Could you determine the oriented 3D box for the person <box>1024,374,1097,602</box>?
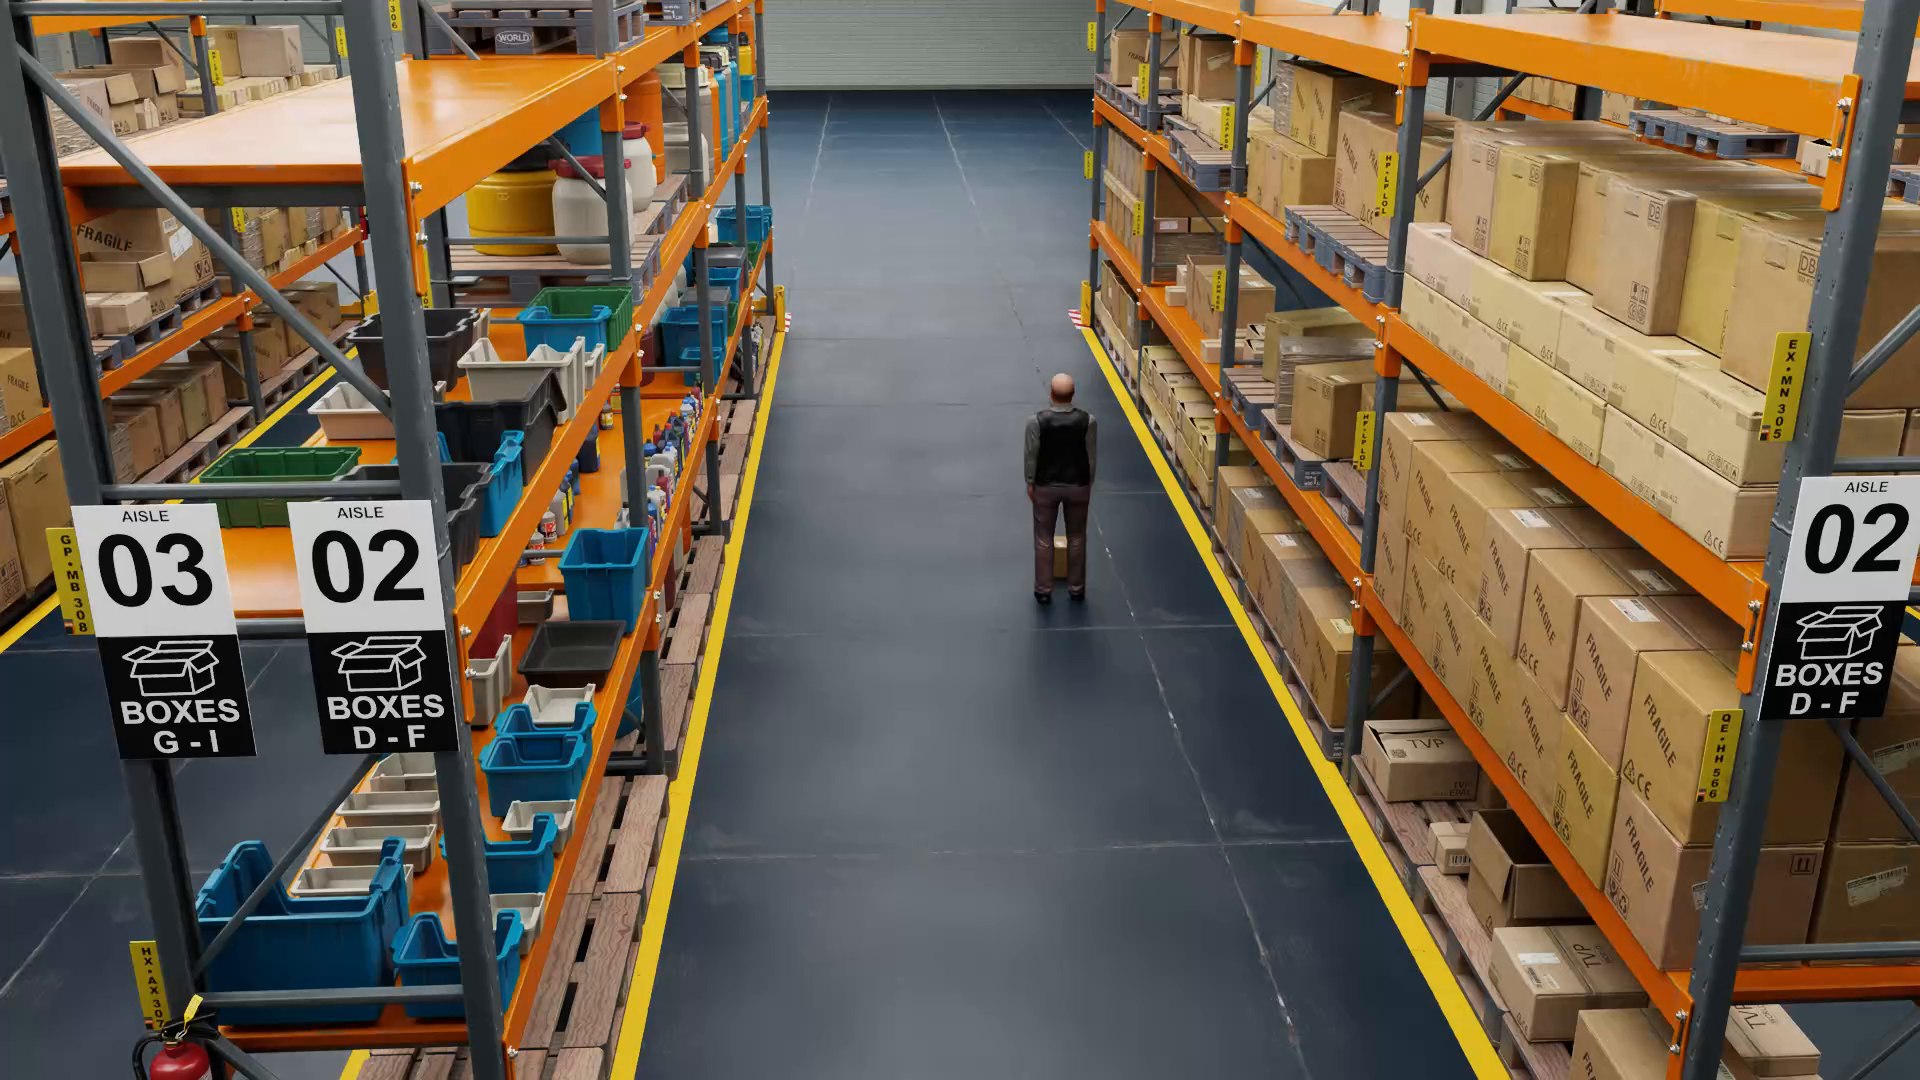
[{"bbox_3d":[0.726,-0.375,12.178,0.531,1.742,0.359,-1,20,-2],"label":"person"}]
